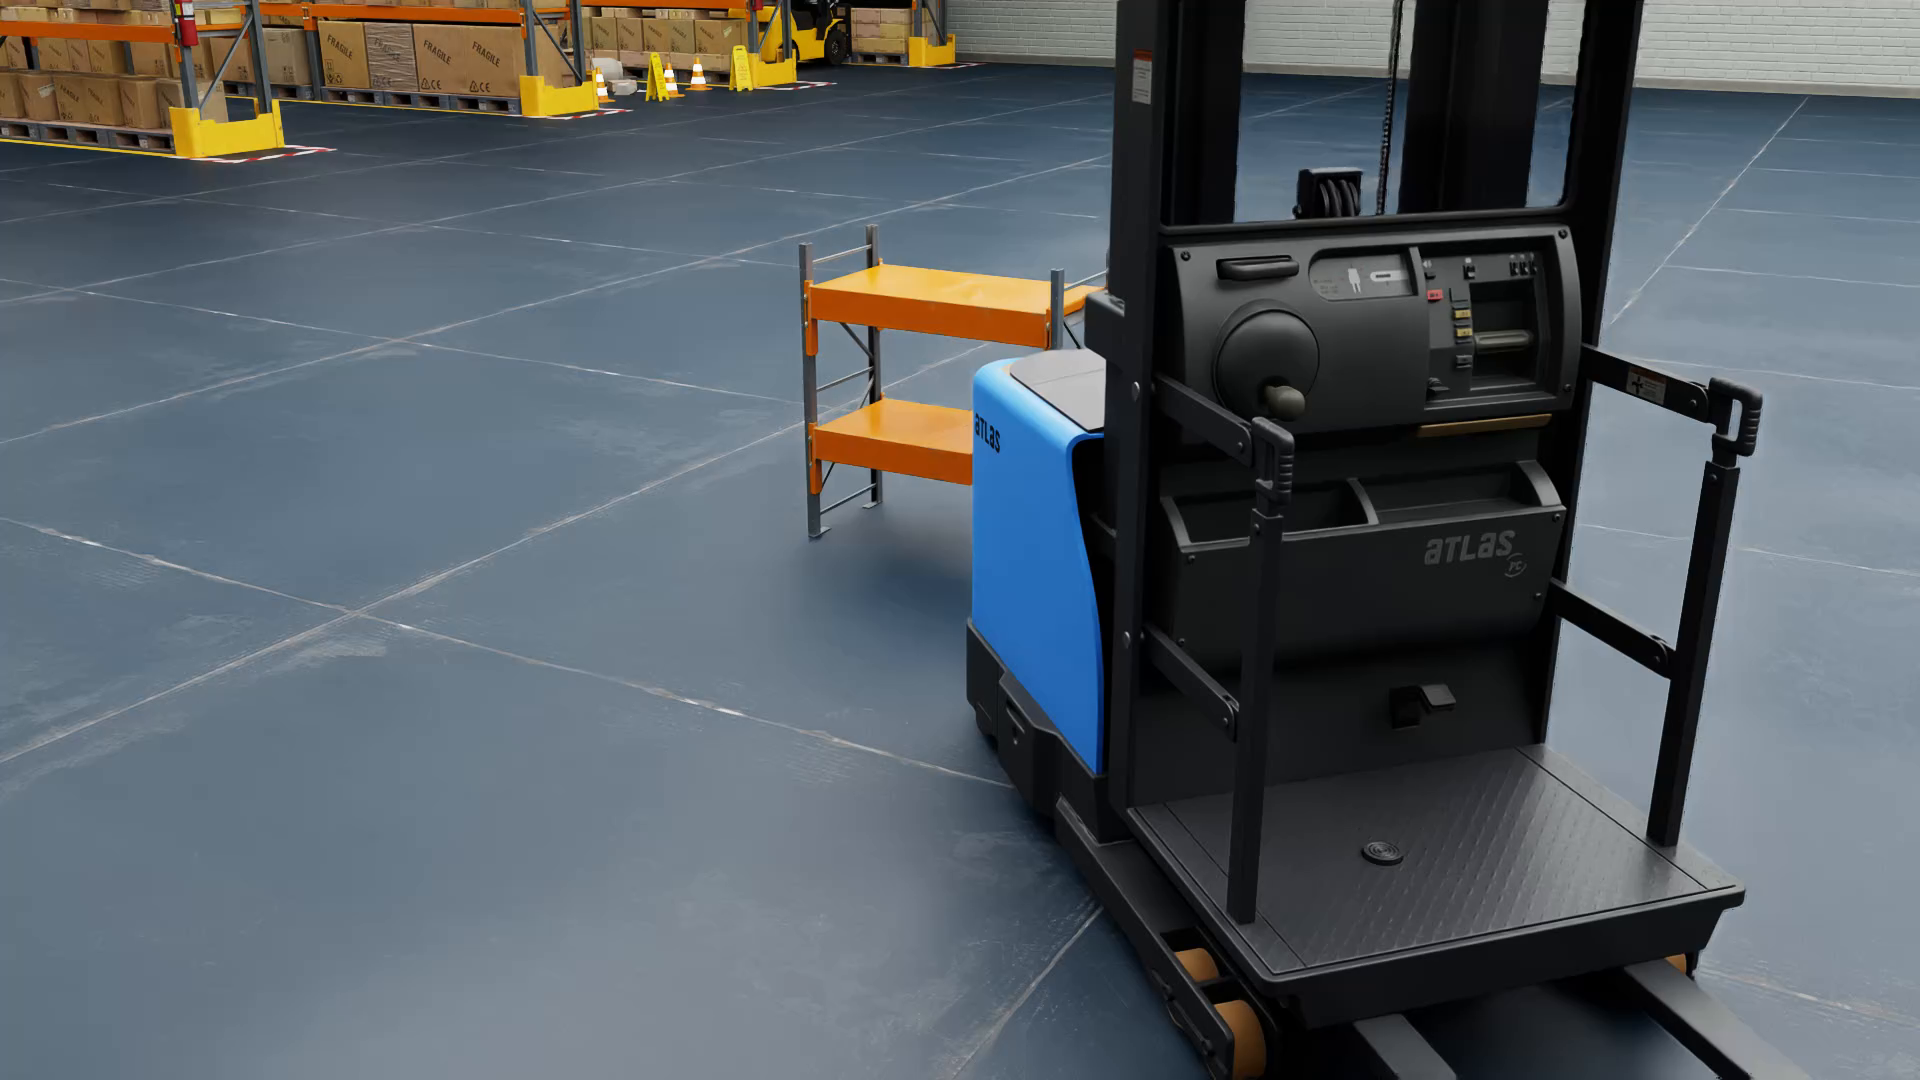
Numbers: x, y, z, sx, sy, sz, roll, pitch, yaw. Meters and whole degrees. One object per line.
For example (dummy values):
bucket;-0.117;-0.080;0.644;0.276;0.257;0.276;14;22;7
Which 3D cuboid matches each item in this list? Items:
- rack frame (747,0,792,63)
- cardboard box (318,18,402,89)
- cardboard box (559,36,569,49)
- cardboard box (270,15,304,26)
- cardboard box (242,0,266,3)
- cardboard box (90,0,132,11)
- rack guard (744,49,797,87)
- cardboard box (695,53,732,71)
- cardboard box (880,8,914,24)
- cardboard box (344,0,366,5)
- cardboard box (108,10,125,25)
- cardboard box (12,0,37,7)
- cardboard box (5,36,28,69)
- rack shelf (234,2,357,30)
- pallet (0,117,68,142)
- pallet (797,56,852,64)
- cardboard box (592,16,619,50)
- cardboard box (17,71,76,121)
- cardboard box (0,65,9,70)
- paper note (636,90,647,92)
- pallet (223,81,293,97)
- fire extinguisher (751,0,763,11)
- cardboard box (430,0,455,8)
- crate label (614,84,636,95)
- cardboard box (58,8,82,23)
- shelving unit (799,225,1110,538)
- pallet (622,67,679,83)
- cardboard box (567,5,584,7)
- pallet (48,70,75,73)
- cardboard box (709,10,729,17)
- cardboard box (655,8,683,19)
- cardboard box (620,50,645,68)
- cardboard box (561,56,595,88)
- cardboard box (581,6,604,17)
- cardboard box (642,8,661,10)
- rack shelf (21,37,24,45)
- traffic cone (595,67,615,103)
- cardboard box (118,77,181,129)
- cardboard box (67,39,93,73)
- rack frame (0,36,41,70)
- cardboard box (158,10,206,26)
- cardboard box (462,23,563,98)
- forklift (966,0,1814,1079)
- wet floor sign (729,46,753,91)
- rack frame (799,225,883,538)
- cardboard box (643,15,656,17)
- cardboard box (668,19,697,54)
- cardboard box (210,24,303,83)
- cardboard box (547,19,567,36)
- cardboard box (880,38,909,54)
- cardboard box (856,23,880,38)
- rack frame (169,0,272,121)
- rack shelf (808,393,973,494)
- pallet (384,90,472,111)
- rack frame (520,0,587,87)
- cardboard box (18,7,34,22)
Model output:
rack frame;-2.941;-8.534;25.492;0.127;3.000;1.000;11;23;27
cardboard box;-8.244;-6.782;23.162;0.875;0.875;0.875;11;23;28
cardboard box;-6.893;-8.247;27.940;0.625;0.372;0.950;11;23;28
cardboard box;-12.045;-9.501;30.658;0.875;0.875;0.875;12;23;29
cardboard box;-9.786;-7.847;23.451;0.500;0.500;0.500;11;22;27
cardboard box;-8.736;-5.917;17.696;0.500;0.500;0.875;11;23;27
rack guard;-3.008;-7.371;25.953;0.348;0.500;1.175;11;23;27
cardboard box;-3.799;-7.497;26.050;0.500;0.250;0.500;11;23;27
cardboard box;-1.078;-9.371;29.749;0.500;0.250;0.500;12;23;29
cardboard box;-7.940;-7.636;22.798;0.550;0.550;0.875;11;23;27
cardboard box;-8.796;-5.565;17.677;0.250;0.149;0.380;11;23;27
cardboard box;-9.999;-6.195;18.463;0.500;0.500;0.875;11;23;27
cardboard box;-14.765;-7.772;26.441;0.500;0.500;0.500;12;23;30
rack shelf;-10.505;-7.703;24.256;4.000;0.370;1.077;11;23;27
pallet;-10.663;-4.837;19.389;1.213;0.211;1.003;11;23;27
pallet;-2.273;-9.019;30.919;1.213;0.211;1.003;11;23;27
cardboard box;-5.577;-8.192;26.867;0.500;0.500;0.500;12;23;29
cardboard box;-10.433;-5.100;19.075;0.500;0.500;0.500;-17;26;-39
cardboard box;-11.792;-5.389;19.843;0.500;0.500;0.700;9;22;23
paper note;-4.738;-6.703;24.798;0.142;0.019;0.148;3;20;9
pallet;-10.539;-6.706;24.543;1.213;0.211;1.003;11;23;27
fire extinguisher;-3.066;-8.341;25.074;0.183;0.674;0.296;11;23;27
cardboard box;-6.532;-7.377;22.084;0.550;0.550;0.875;11;23;27
crate label;-4.907;-6.601;24.361;0.298;0.136;0.250;0;20;-1
cardboard box;-9.485;-5.669;17.964;0.250;0.149;0.380;11;23;27
shelving unit;-0.006;-0.530;6.176;1.048;1.125;0.538;11;23;27
pallet;-4.761;-7.584;26.964;1.213;0.211;1.003;11;23;27
cardboard box;-7.812;-10.849;33.974;0.250;0.149;0.380;12;23;30
pallet;-13.994;-7.396;26.446;1.213;0.211;1.003;11;23;27
cardboard box;-4.477;-9.842;31.964;0.625;0.625;0.875;12;23;30
cardboard box;-4.568;-8.280;26.157;0.250;0.149;0.380;12;23;30
cardboard box;-5.114;-7.752;26.754;0.500;0.250;0.500;10;22;27
cardboard box;-5.710;-6.899;24.645;0.637;0.503;0.797;-4;20;-10
cardboard box;-5.970;-8.544;26.886;0.250;0.149;0.380;11;23;28
cardboard box;-6.396;-10.209;32.978;0.625;0.625;0.875;12;23;29
rack shelf;-13.013;-6.243;20.232;4.000;0.370;1.077;11;23;27
traffic cone;-5.038;-6.362;23.224;0.334;0.463;0.336;11;23;27
cardboard box;-8.850;-4.804;18.259;0.500;0.500;0.500;18;27;41
cardboard box;-13.405;-7.515;25.733;0.500;0.500;0.500;12;23;29
rack frame;-11.267;-6.249;19.192;0.127;3.000;1.000;11;23;27
cardboard box;-8.124;-5.451;17.363;0.250;0.149;0.380;11;23;27
cardboard box;-5.892;-6.335;21.930;0.875;0.875;0.875;11;23;28
forklift;0.943;-0.435;3.265;1.130;2.935;3.031;-6;21;-16
wet floor sign;-3.297;-7.077;24.928;0.267;0.644;0.232;-16;26;-38
rack frame;-0.450;-0.614;6.409;0.032;1.125;0.500;11;23;27
cardboard box;-4.895;-8.269;27.079;0.500;0.500;0.500;12;23;30
cardboard box;-4.225;-7.932;26.151;0.500;0.500;0.500;12;23;29
cardboard box;-10.186;-7.086;24.185;0.750;0.750;1.050;11;23;27
cardboard box;-7.982;-10.371;33.607;0.500;0.500;0.500;12;23;29
cardboard box;-1.088;-8.901;29.920;0.500;0.250;0.500;11;23;28
cardboard box;-1.534;-9.226;30.084;0.500;0.250;0.500;11;22;27
rack frame;-7.774;-5.583;17.359;0.127;3.000;1.000;11;23;27
rack shelf;-0.006;-0.300;6.260;1.000;0.278;0.538;11;23;27
pallet;-7.065;-6.045;22.721;1.213;0.211;1.003;11;23;27
rack frame;-5.267;-7.043;21.383;0.127;3.000;1.000;11;23;27
cardboard box;-10.122;-5.805;18.337;0.250;0.149;0.380;11;23;27
